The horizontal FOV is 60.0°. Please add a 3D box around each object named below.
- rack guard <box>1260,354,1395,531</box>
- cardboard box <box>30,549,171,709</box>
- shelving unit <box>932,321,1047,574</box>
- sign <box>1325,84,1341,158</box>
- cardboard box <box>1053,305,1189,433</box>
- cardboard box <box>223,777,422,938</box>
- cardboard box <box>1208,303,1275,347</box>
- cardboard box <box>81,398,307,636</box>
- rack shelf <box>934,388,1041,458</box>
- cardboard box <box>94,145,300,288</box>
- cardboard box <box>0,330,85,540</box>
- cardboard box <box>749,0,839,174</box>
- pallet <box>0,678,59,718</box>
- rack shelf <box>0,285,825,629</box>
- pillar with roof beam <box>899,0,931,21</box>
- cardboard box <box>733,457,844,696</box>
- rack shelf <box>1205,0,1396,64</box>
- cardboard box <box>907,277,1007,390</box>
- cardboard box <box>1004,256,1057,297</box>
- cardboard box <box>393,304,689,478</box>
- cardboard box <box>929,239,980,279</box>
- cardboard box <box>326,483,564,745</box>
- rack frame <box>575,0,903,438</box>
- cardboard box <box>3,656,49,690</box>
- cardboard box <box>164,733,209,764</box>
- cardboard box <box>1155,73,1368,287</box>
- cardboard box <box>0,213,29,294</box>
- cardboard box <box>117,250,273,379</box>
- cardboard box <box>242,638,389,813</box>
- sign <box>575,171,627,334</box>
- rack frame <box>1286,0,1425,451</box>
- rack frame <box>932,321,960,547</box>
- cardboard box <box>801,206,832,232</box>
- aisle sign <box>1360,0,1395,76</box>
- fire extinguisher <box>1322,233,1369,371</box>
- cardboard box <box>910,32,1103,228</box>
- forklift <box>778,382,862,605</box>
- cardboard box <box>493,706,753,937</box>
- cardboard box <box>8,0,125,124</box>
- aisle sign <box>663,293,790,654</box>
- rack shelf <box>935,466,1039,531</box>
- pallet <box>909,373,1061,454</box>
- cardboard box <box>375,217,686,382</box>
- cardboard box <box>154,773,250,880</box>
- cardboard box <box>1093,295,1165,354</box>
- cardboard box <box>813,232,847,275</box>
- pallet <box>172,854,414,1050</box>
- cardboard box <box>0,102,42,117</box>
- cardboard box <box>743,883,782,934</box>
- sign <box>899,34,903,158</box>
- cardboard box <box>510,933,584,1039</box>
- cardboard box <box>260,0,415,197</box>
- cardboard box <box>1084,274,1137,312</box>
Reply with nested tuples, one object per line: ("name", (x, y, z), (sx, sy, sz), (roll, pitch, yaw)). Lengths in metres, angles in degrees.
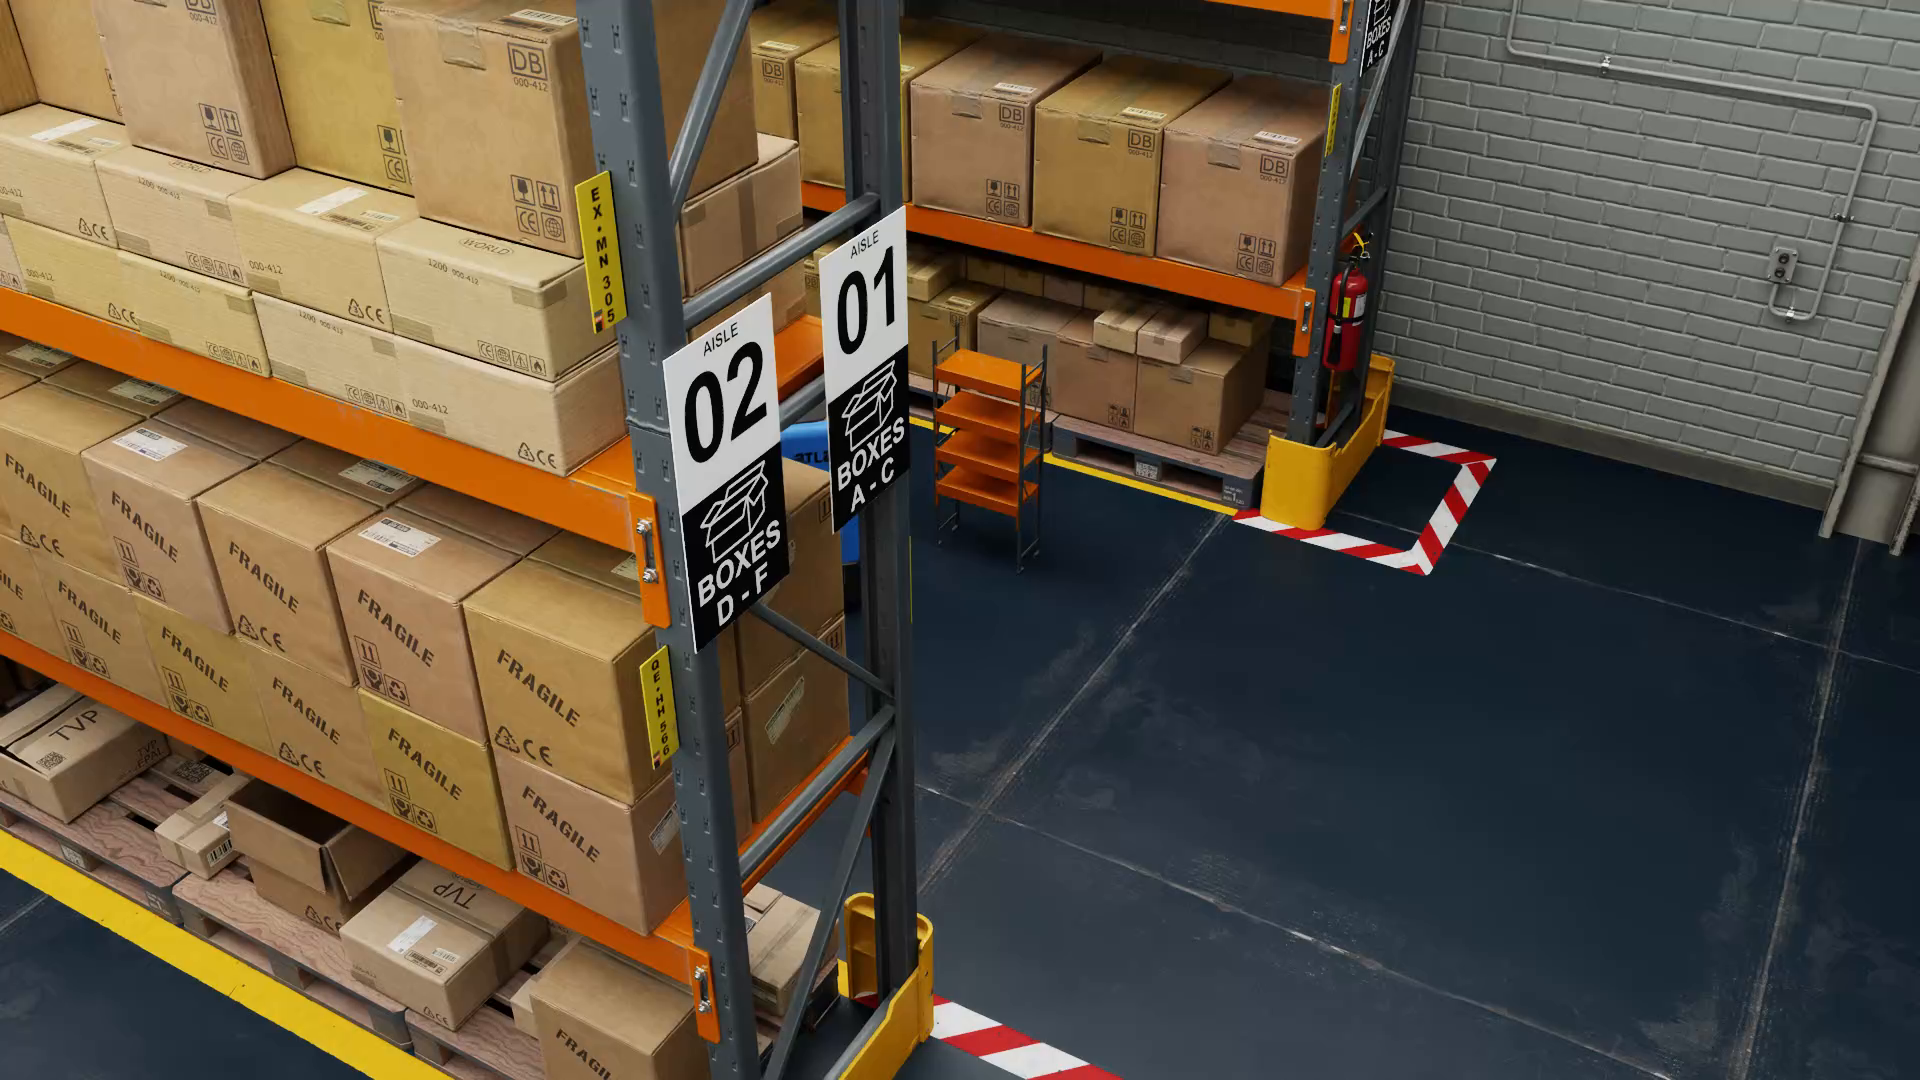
("rack guard", (2.031, -0.571, 9.157), (0.348, 0.500, 1.175), (18, 37, 24))
("cardboard box", (-2.731, 0.174, 5.692), (0.500, 0.500, 0.500), (17, 37, 24))
("shelving unit", (0.144, -0.454, 8.349), (0.503, 1.200, 0.258), (18, 37, 24))
("sign", (1.729, -1.942, 7.701), (0.005, 0.325, 0.100), (18, 37, 24))
("cardboard box", (0.918, -1.035, 9.474), (0.500, 0.500, 0.700), (17, 37, 24))
("cardboard box", (-2.284, 1.036, 6.343), (0.637, 0.503, 0.797), (18, 37, 24))
("cardboard box", (1.560, -1.229, 9.181), (0.250, 0.149, 0.380), (18, 38, 25))
("cardboard box", (-2.305, -0.102, 5.204), (0.500, 0.500, 0.500), (19, 38, 26))
("rack shelf", (0.144, -0.584, 8.262), (0.480, 0.148, 0.258), (18, 37, 24))
("cardboard box", (-1.884, -0.923, 4.408), (0.500, 0.250, 0.500), (18, 37, 24))
("cardboard box", (-3.200, -0.385, 5.629), (0.500, 0.500, 0.500), (16, 37, 23))
("cardboard box", (-1.000, -2.686, 9.807), (0.700, 0.700, 0.980), (18, 38, 25))
("pallet", (-4.643, 0.622, 7.626), (1.213, 0.211, 1.003), (18, 37, 24))
("rack shelf", (-2.181, -0.733, 5.087), (4.000, 0.370, 1.077), (18, 37, 24))
("pillar with roof beam", (-2.562, -3.368, 5.688), (0.400, 9.000, 9.100), (18, 37, 24))
("cardboard box", (-0.699, 0.060, 4.962), (0.500, 0.500, 0.500), (19, 38, 26))
("rack shelf", (0.273, -3.118, 8.668), (4.000, 0.370, 1.077), (18, 37, 24))
("cardboard box", (0.014, -1.316, 9.896), (0.500, 0.500, 0.700), (18, 38, 25))
("cardboard box", (0.459, -1.577, 9.703), (0.250, 0.149, 0.380), (18, 38, 25))
("cardboard box", (-1.022, -0.434, 4.125), (0.500, 0.250, 0.500), (18, 37, 24))
("cardboard box", (0.015, -1.717, 9.914), (0.250, 0.149, 0.380), (18, 38, 25))
("cardboard box", (-1.407, 0.180, 4.781), (0.500, 0.500, 0.500), (19, 38, 26))
("rack frame", (-0.445, -1.731, 3.230), (0.127, 3.000, 1.000), (18, 37, 24))
("cardboard box", (-4.217, 0.273, 7.492), (0.500, 0.500, 0.500), (16, 37, 22))
("cardboard box", (-3.282, 0.544, 7.085), (0.500, 0.500, 0.500), (18, 37, 24))
("cardboard box", (1.562, -1.879, 8.594), (0.700, 0.700, 0.980), (19, 38, 26))
("cardboard box", (-2.753, -0.989, 4.958), (0.500, 0.250, 0.500), (18, 37, 24))
("cardboard box", (-1.891, -0.708, 4.536), (0.500, 0.250, 0.500), (18, 37, 24))
("cardboard box", (-1.851, 0.452, 5.275), (0.500, 0.500, 0.500), (18, 38, 25))
("sign", (-0.738, -0.589, 3.423), (0.005, 0.325, 0.100), (18, 37, 24))
("rack frame", (2.010, -1.618, 8.474), (0.127, 3.000, 1.000), (18, 37, 24))
("rack frame", (-0.068, -0.521, 8.450), (0.015, 1.200, 0.240), (18, 37, 24))
("cardboard box", (-0.892, -2.003, 10.343), (0.250, 0.149, 0.380), (17, 37, 24))
("aisle sign", (1.923, -2.536, 7.507), (0.004, 0.787, 0.394), (18, 37, 24))
("fire extinguisher", (1.912, -1.168, 8.203), (0.183, 0.674, 0.296), (18, 37, 24))
("cardboard box", (0.268, -2.288, 9.208), (0.700, 0.700, 0.980), (16, 37, 22))
("forklift", (-2.014, -0.969, 7.560), (3.031, 2.935, 1.130), (-7, 34, -10))
("cardboard box", (-0.969, 0.733, 4.853), (0.500, 0.500, 0.500), (19, 38, 26))
("cardboard box", (-2.166, -1.520, 4.628), (0.500, 0.500, 0.700), (18, 37, 24))
("aisle sign", (-0.538, -0.149, 3.923), (0.004, 0.787, 0.394), (18, 37, 24))
("rack shelf", (0.144, -0.233, 8.496), (0.480, 0.148, 0.258), (18, 37, 24))
("pallet", (0.222, -0.976, 10.025), (1.213, 0.211, 1.003), (18, 37, 24))
("cardboard box", (-1.017, -0.646, 3.992), (0.500, 0.250, 0.500), (18, 37, 24))
("cardboard box", (-2.905, 1.115, 6.528), (0.250, 0.166, 0.380), (18, 37, 24))
("cardboard box", (0.928, -1.185, 9.114), (0.250, 0.149, 0.380), (19, 38, 26))
("cardboard box", (-0.658, -1.686, 9.867), (0.250, 0.149, 0.380), (19, 38, 26))
("pallet", (-2.259, 1.351, 6.530), (1.213, 0.211, 1.003), (18, 37, 24))
("cardboard box", (-2.755, -1.195, 4.816), (0.500, 0.250, 0.500), (18, 37, 24))
("cardboard box", (-0.855, 1.413, 6.081), (0.250, 0.166, 0.380), (18, 37, 24))
("sign", (-0.176, -1.107, 4.211), (0.005, 0.325, 0.100), (18, 37, 24))
("cardboard box", (-1.346, 1.577, 5.835), (0.250, 0.166, 0.380), (18, 37, 24))
("cardboard box", (-1.291, -1.252, 4.225), (0.500, 0.500, 0.700), (18, 37, 24))
("cardboard box", (0.903, -1.437, 9.493), (0.250, 0.149, 0.380), (18, 38, 25))
